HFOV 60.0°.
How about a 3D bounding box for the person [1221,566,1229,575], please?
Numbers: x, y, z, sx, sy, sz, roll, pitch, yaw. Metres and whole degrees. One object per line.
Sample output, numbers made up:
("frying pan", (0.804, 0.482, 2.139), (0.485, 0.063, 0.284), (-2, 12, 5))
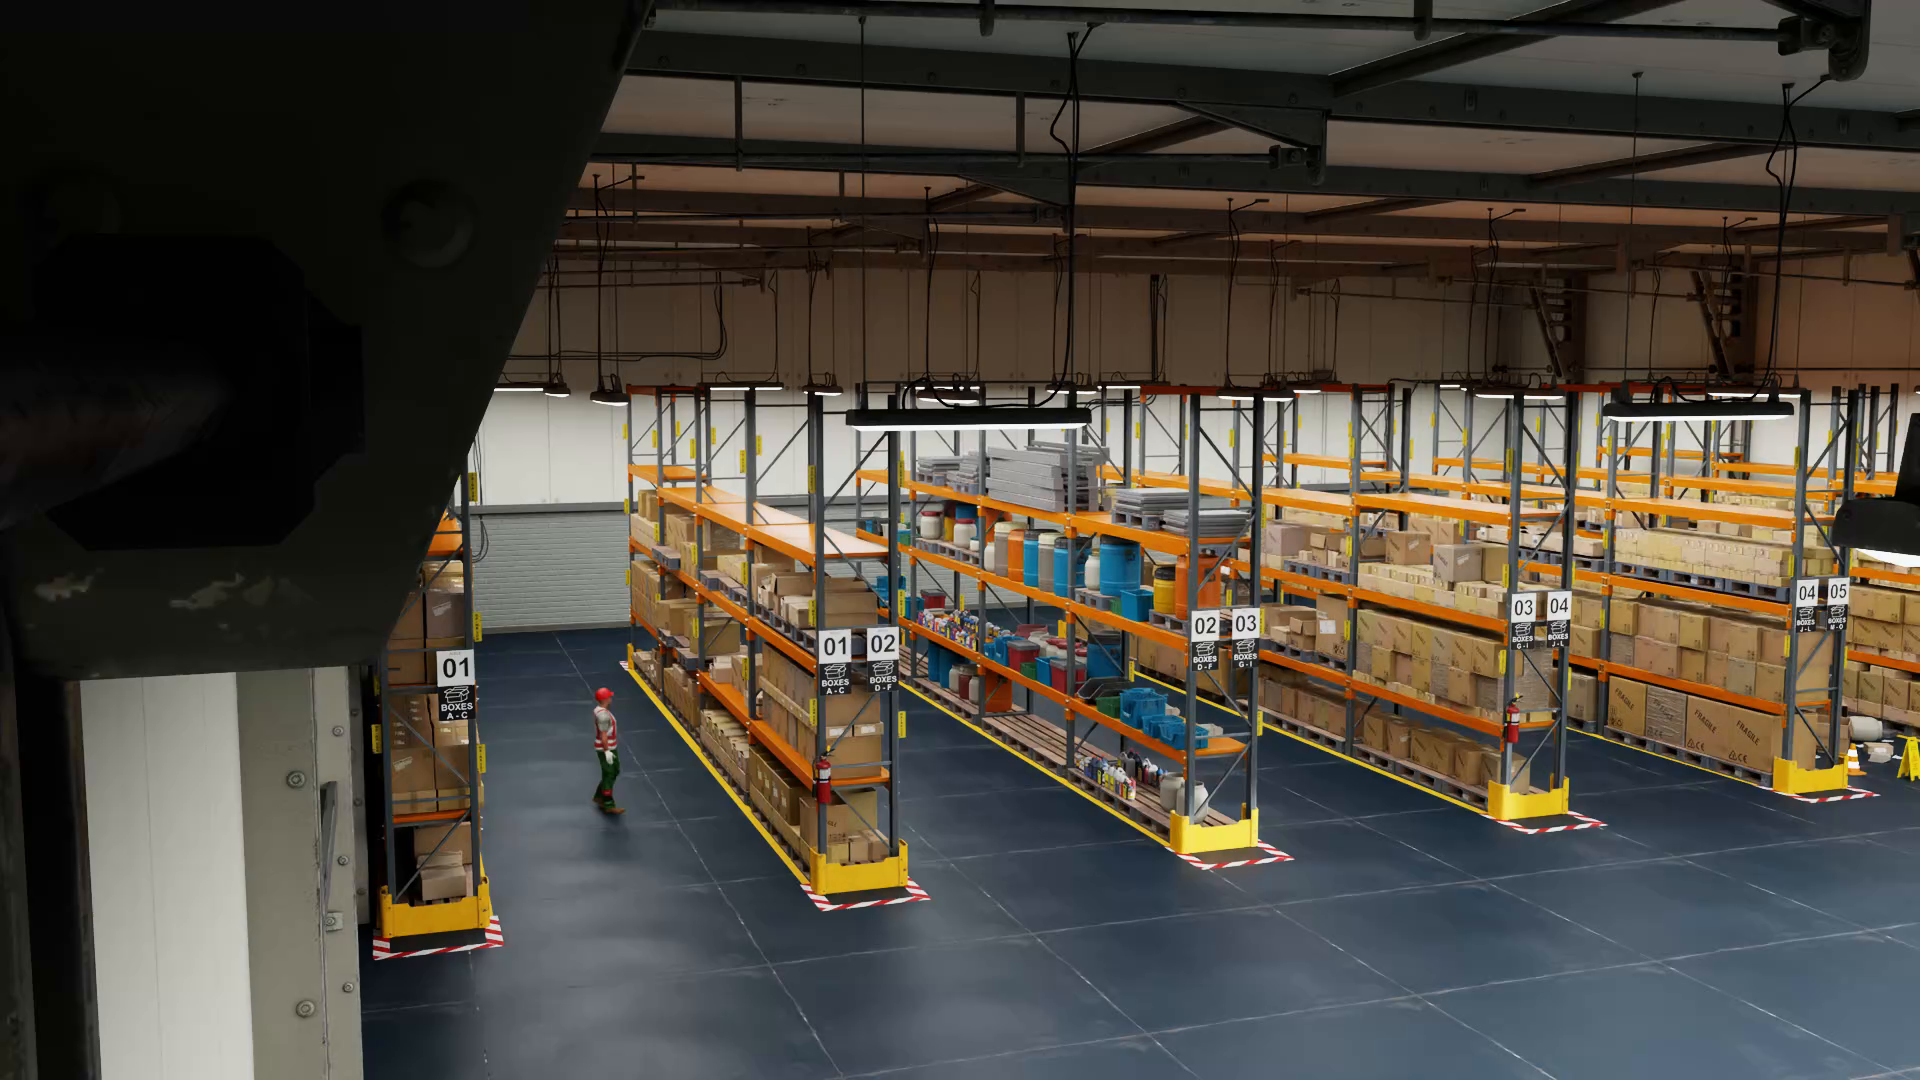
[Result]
("person", (6.355, 1.250, 40.765), (0.923, 1.743, 0.696), (-2, 6, -16))

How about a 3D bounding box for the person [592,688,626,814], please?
("person", (-5.043, 2.994, 23.772), (0.511, 1.795, 0.624), (-1, 6, -6))
